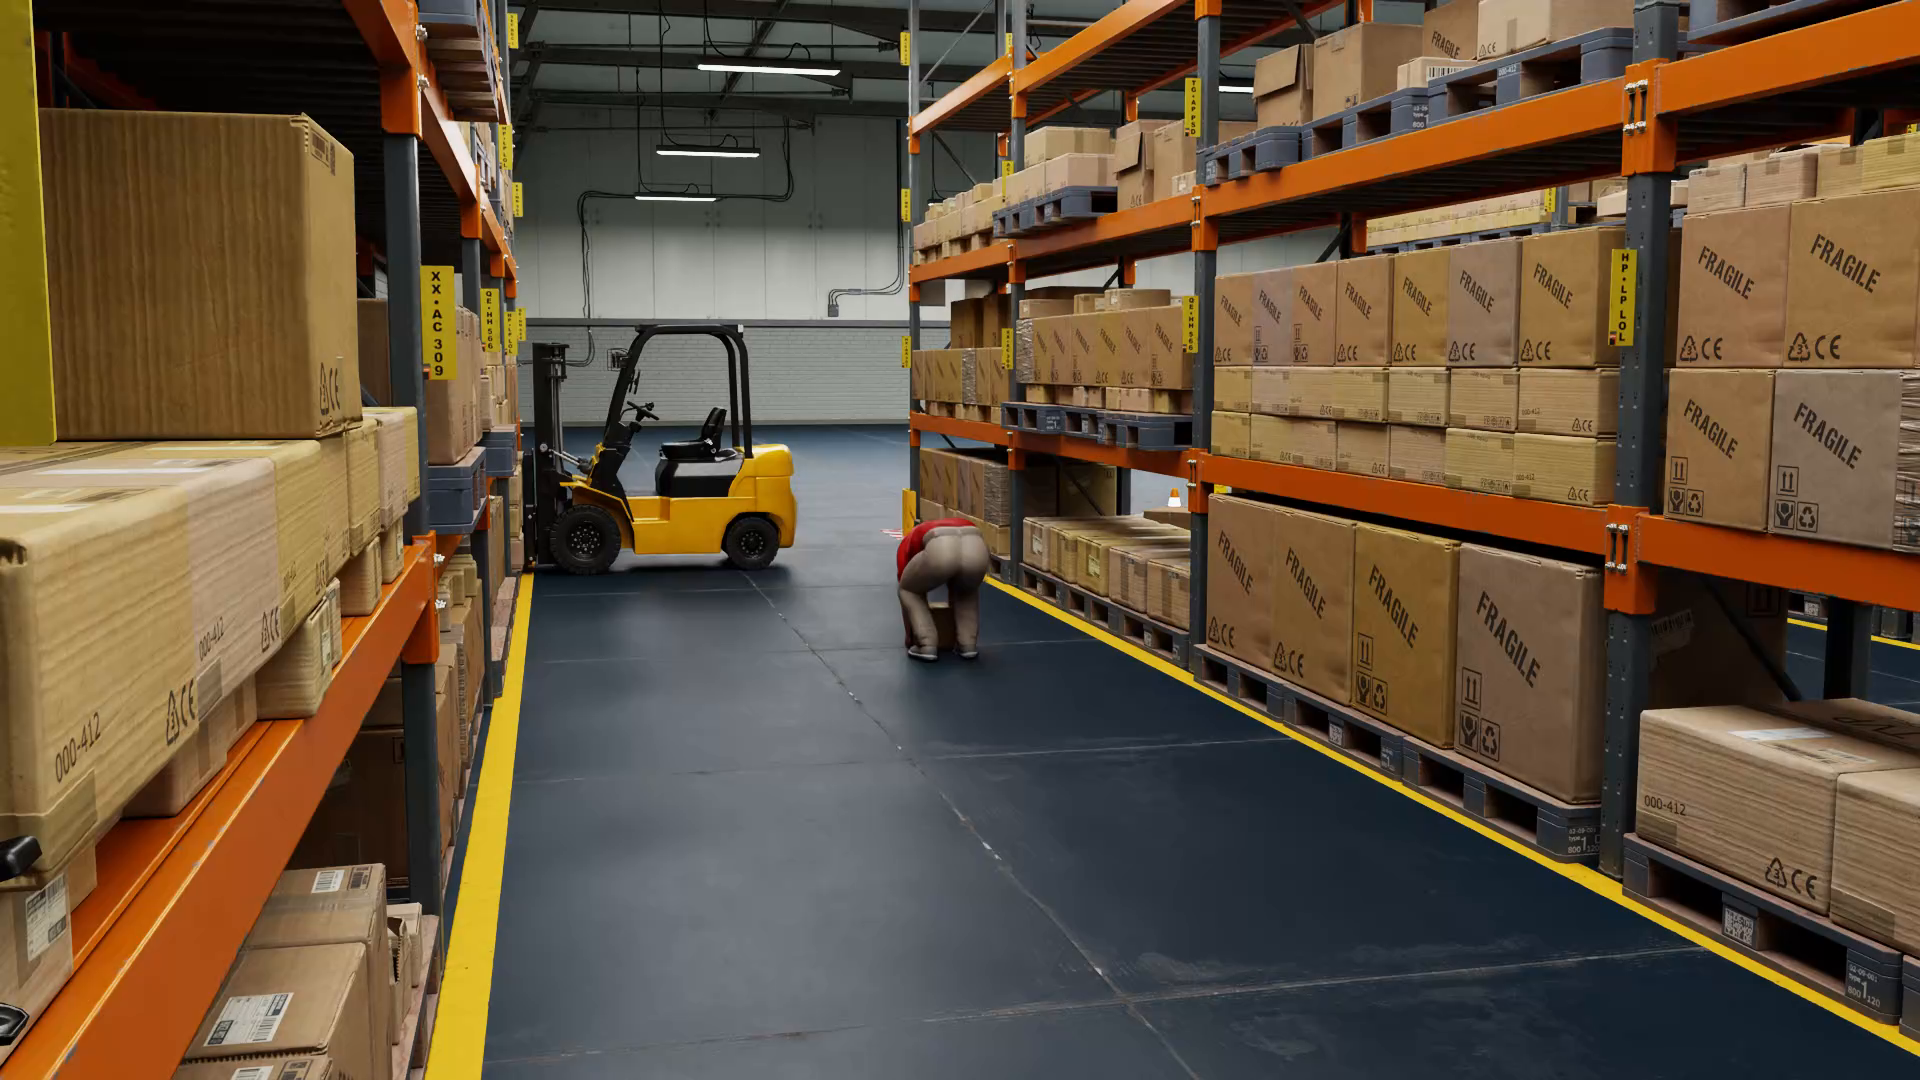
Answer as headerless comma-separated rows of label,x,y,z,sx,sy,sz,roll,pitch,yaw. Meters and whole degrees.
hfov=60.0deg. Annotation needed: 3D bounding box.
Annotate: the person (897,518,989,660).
person,-0.135,0.288,10.439,0.536,0.878,0.956,-2,6,-16
